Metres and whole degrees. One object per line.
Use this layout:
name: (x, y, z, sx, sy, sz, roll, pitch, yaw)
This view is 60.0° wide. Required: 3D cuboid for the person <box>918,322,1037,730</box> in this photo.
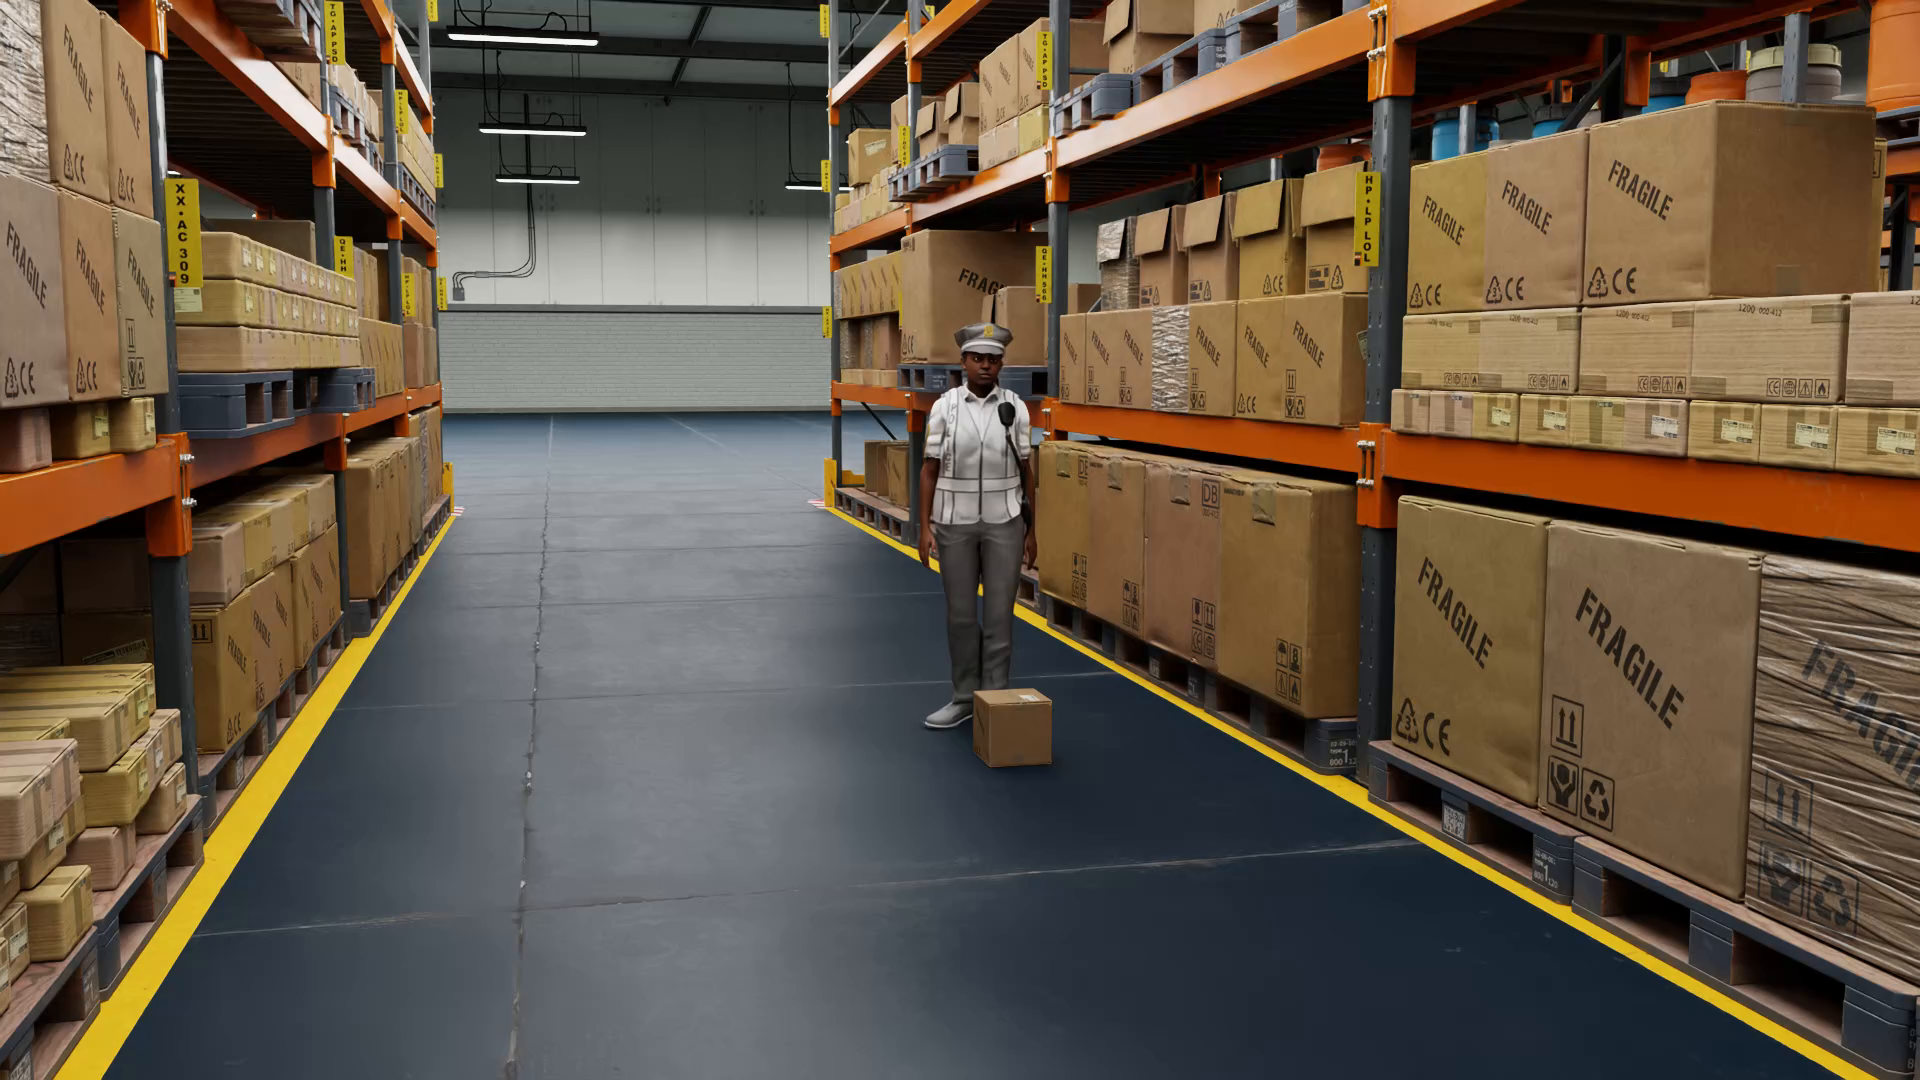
person: (0.074, -0.045, 6.905, 0.497, 1.700, 0.395, 0, 6, -1)
